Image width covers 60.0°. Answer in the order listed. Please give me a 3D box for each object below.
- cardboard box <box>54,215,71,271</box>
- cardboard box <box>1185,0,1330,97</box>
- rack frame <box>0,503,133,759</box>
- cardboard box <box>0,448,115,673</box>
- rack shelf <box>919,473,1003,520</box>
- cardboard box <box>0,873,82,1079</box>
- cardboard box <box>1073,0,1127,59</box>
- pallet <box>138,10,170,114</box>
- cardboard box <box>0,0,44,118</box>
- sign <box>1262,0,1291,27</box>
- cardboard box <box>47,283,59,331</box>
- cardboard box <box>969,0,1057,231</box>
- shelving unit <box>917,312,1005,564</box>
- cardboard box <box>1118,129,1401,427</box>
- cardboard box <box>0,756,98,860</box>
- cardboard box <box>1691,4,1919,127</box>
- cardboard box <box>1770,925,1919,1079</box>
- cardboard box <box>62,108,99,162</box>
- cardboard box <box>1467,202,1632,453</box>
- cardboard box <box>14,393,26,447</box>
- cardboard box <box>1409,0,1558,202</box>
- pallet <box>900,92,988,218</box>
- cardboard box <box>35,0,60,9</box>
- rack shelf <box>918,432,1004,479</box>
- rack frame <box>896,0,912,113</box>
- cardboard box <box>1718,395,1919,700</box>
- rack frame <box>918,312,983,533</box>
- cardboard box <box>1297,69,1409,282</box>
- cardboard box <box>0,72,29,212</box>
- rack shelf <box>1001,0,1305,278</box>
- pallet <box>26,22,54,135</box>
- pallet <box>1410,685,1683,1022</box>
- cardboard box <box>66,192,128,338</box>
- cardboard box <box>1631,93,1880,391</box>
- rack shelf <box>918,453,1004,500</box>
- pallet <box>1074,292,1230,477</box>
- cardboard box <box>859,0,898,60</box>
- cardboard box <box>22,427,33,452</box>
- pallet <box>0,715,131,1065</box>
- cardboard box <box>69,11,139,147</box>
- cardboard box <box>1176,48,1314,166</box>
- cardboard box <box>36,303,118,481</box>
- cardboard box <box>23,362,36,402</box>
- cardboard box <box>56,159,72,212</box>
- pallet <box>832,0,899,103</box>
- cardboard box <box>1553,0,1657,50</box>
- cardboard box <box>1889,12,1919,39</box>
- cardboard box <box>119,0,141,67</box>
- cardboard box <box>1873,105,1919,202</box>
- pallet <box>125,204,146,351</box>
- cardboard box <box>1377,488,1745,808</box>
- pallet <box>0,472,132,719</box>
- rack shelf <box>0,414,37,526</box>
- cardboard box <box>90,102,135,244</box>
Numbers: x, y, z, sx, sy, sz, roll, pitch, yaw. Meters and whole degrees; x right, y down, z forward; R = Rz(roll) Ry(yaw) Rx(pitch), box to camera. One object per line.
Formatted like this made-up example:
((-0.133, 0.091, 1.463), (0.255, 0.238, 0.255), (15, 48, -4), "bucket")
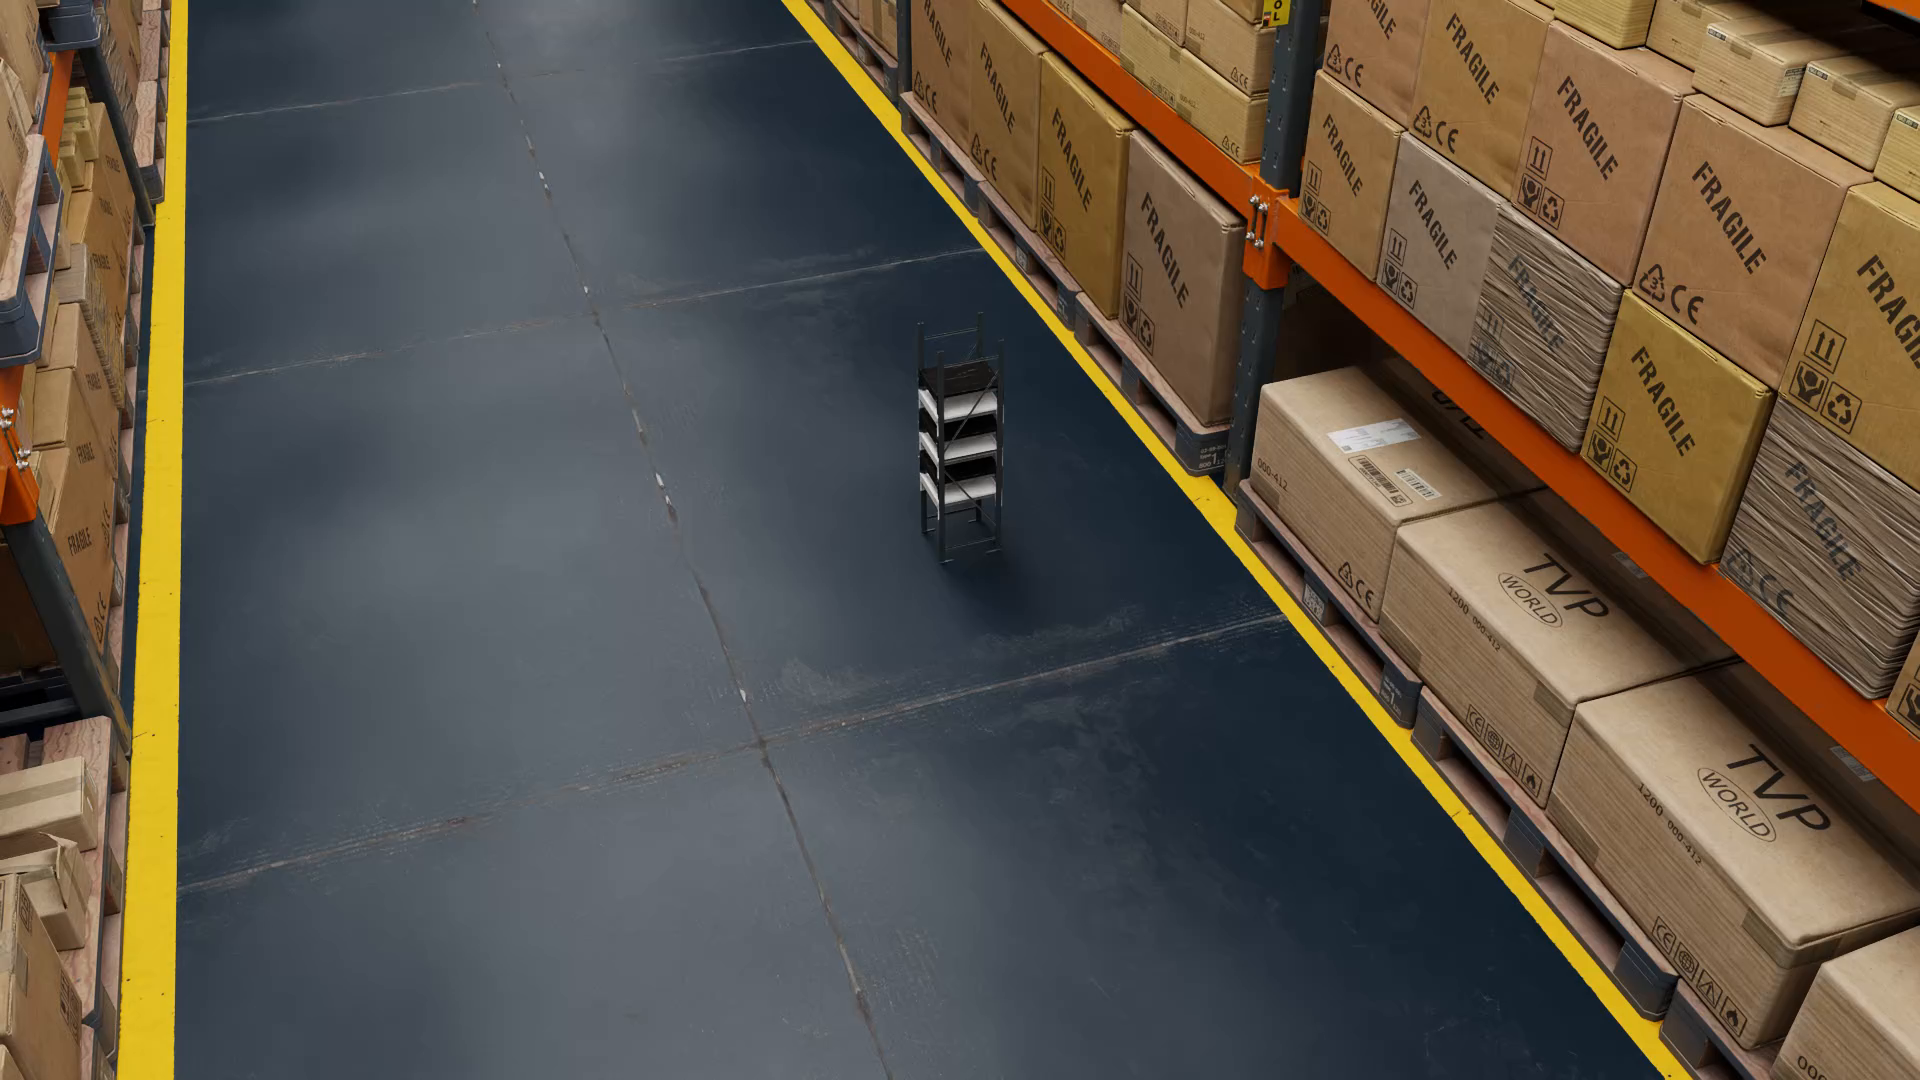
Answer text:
((-3.683, -1.139, 6.458), (0.380, 0.149, 0.250), (-14, 39, -18), "cardboard box")
((1.135, -1.800, 5.856), (0.500, 0.250, 0.500), (-12, 39, -16), "cardboard box")
((-3.144, -0.432, 4.331), (1.000, 3.000, 0.127), (-12, 39, -16), "rack frame")
((-3.099, 0.079, 5.381), (0.500, 0.500, 0.500), (-11, 38, -14), "cardboard box")
((0.003, -0.184, 6.102), (0.258, 0.077, 0.200), (-12, 39, -16), "rack shelf")
((-2.504, 1.216, 3.871), (0.700, 0.500, 0.500), (-14, 39, -18), "cardboard box")
((0.794, -2.180, 6.776), (0.500, 0.250, 0.500), (-13, 39, -17), "cardboard box")
((-5.183, -2.739, 9.711), (1.003, 0.211, 1.213), (-12, 39, -16), "pallet")
((-3.549, -1.695, 5.575), (0.700, 0.500, 0.500), (-13, 39, -16), "cardboard box")
((1.009, -1.775, 5.217), (0.100, 0.325, 0.005), (-12, 39, -16), "sign")
((-3.526, -0.843, 6.065), (0.380, 0.149, 0.250), (-11, 38, -14), "cardboard box")
((0.602, -2.128, 8.000), (0.875, 0.875, 0.875), (-12, 39, -15), "cardboard box")
((0.003, -0.355, 5.973), (0.258, 0.900, 0.210), (-12, 39, -16), "shelving unit")
((1.227, -1.115, 6.654), (0.875, 0.875, 0.875), (-11, 38, -15), "cardboard box")
((-2.676, 0.793, 4.725), (0.380, 0.149, 0.250), (-14, 39, -17), "cardboard box")
((1.887, -1.064, 3.716), (0.380, 0.149, 0.250), (-12, 39, -16), "cardboard box")
((2.571, 1.301, 3.810), (0.875, 0.438, 0.875), (-14, 39, -17), "cardboard box")
((-3.990, -1.746, 7.264), (0.380, 0.149, 0.250), (-14, 39, -18), "cardboard box")
((1.765, -0.615, 4.490), (0.500, 0.500, 0.500), (-12, 39, -16), "cardboard box")
((-3.152, -0.374, 5.195), (0.380, 0.149, 0.250), (-14, 39, -18), "cardboard box")
((1.620, -1.295, 4.563), (0.500, 0.500, 0.500), (-13, 39, -17), "cardboard box")
((0.339, -2.147, 8.925), (1.003, 0.211, 1.213), (-12, 39, -16), "pallet")
((-3.853, -2.271, 6.547), (0.500, 0.250, 0.500), (-14, 39, -18), "cardboard box")
((0.003, -0.328, 5.993), (0.258, 0.077, 0.200), (-12, 39, -16), "rack shelf")
((0.139, -3.722, 8.698), (1.000, 3.000, 0.127), (-12, 39, -16), "rack frame")
((2.133, -0.035, 3.720), (0.500, 0.500, 0.500), (-11, 38, -15), "cardboard box")
((-0.032, -0.412, 6.049), (0.240, 0.900, 0.006), (-12, 39, -16), "rack frame")
((1.431, -1.183, 5.244), (0.500, 0.500, 0.500), (-11, 38, -14), "cardboard box")
((-3.279, -1.252, 4.987), (0.700, 0.500, 0.500), (-12, 39, -15), "cardboard box")
((0.827, -2.304, 7.414), (1.077, 0.370, 4.000), (-12, 39, -16), "rack shelf")
((-3.847, -1.517, 5.931), (1.003, 0.211, 1.213), (-12, 39, -16), "pallet")
((2.127, 0.788, 5.028), (1.003, 0.211, 1.213), (-12, 39, -16), "pallet")
((-3.828, -1.087, 6.928), (0.500, 0.500, 0.500), (-11, 38, -14), "cardboard box")
((1.957, -0.718, 3.796), (0.500, 0.500, 0.500), (-13, 39, -16), "cardboard box")
((0.003, -0.256, 6.047), (0.258, 0.077, 0.200), (-12, 39, -16), "rack shelf")
((1.179, -0.768, 7.095), (1.003, 0.211, 1.213), (-12, 39, -16), "pallet")
((-0.046, -3.161, 9.788), (0.950, 0.372, 0.625), (-15, 40, -19), "cardboard box")
((-3.185, -0.259, 5.290), (0.380, 0.149, 0.250), (-13, 39, -17), "cardboard box")
((-2.908, 1.070, 4.654), (1.003, 0.211, 1.213), (-12, 39, -16), "pallet")
((-4.722, -2.266, 8.390), (0.875, 0.625, 0.625), (-11, 38, -15), "cardboard box")
((1.124, -1.603, 6.010), (0.500, 0.250, 0.500), (-13, 39, -17), "cardboard box")
((-3.459, -0.503, 6.153), (0.500, 0.500, 0.500), (-14, 39, -17), "cardboard box")
((-3.391, -0.553, 5.681), (0.380, 0.149, 0.250), (-13, 39, -17), "cardboard box")
((-3.892, -1.429, 6.844), (0.380, 0.149, 0.250), (-11, 38, -15), "cardboard box")
((-0.129, -3.049, 10.123), (1.003, 0.211, 1.213), (-12, 39, -16), "pallet")
((1.703, -1.342, 4.085), (0.380, 0.149, 0.250), (-14, 39, -17), "cardboard box")
((2.399, -1.181, 3.872), (0.380, 0.149, 0.250), (-12, 39, -16), "cardboard box")
((-5.186, -3.014, 9.383), (0.875, 0.625, 0.625), (-14, 39, -18), "cardboard box")
((2.090, -0.771, 3.328), (0.380, 0.149, 0.250), (-12, 38, -15), "cardboard box")
((-4.299, -1.148, 7.599), (1.003, 0.211, 1.213), (-12, 39, -16), "pallet")
((1.939, 0.276, 5.171), (0.875, 0.438, 0.875), (-14, 39, -17), "cardboard box")
((-3.459, 0.230, 5.769), (1.003, 0.211, 1.213), (-12, 39, -16), "pallet")
((-2.456, 0.985, 3.047), (1.077, 0.370, 4.000), (-12, 39, -16), "rack shelf")
((-4.173, -1.667, 7.698), (0.500, 0.500, 0.500), (-11, 38, -15), "cardboard box")
